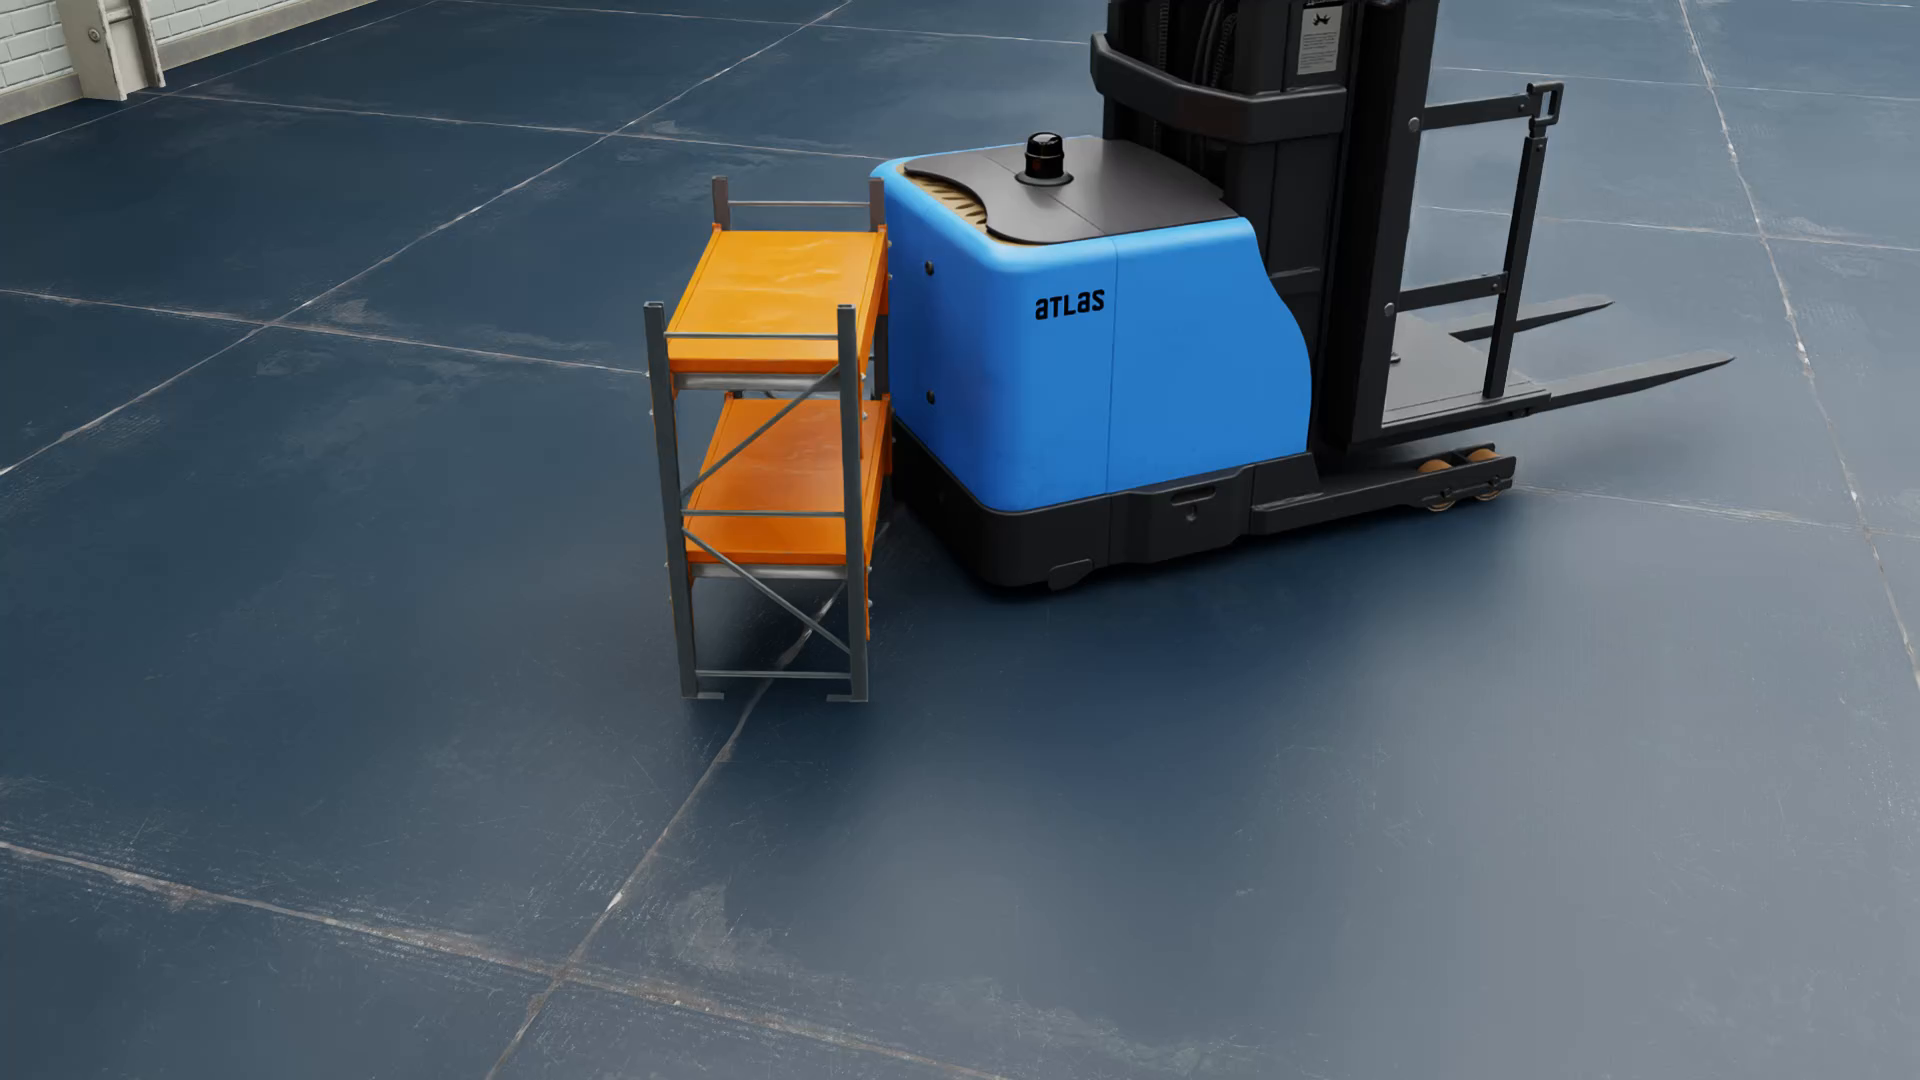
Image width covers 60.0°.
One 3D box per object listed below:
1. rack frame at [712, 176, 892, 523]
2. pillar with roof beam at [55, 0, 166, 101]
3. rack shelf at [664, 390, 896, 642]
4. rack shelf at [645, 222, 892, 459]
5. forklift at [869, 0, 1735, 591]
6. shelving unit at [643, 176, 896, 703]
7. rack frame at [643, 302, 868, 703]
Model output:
[{"bbox_3d":[-0.470,-0.558,5.096,0.500,1.125,0.032,1,29,1],"label":"rack frame"},{"bbox_3d":[-1.017,-6.072,6.909,9.100,9.000,0.400,8,30,15],"label":"pillar with roof beam"},{"bbox_3d":[-0.484,-0.097,4.771,0.538,0.278,1.000,1,29,1],"label":"rack shelf"},{"bbox_3d":[-0.484,-0.567,4.510,0.538,0.278,1.000,1,29,1],"label":"rack shelf"},{"bbox_3d":[1.268,-1.595,5.102,3.031,2.935,1.130,-12,31,-21],"label":"forklift"},{"bbox_3d":[-0.484,-0.311,4.652,0.538,1.125,1.048,1,29,1],"label":"shelving unit"},{"bbox_3d":[-0.498,-0.064,4.208,0.500,1.125,0.032,1,29,1],"label":"rack frame"}]
